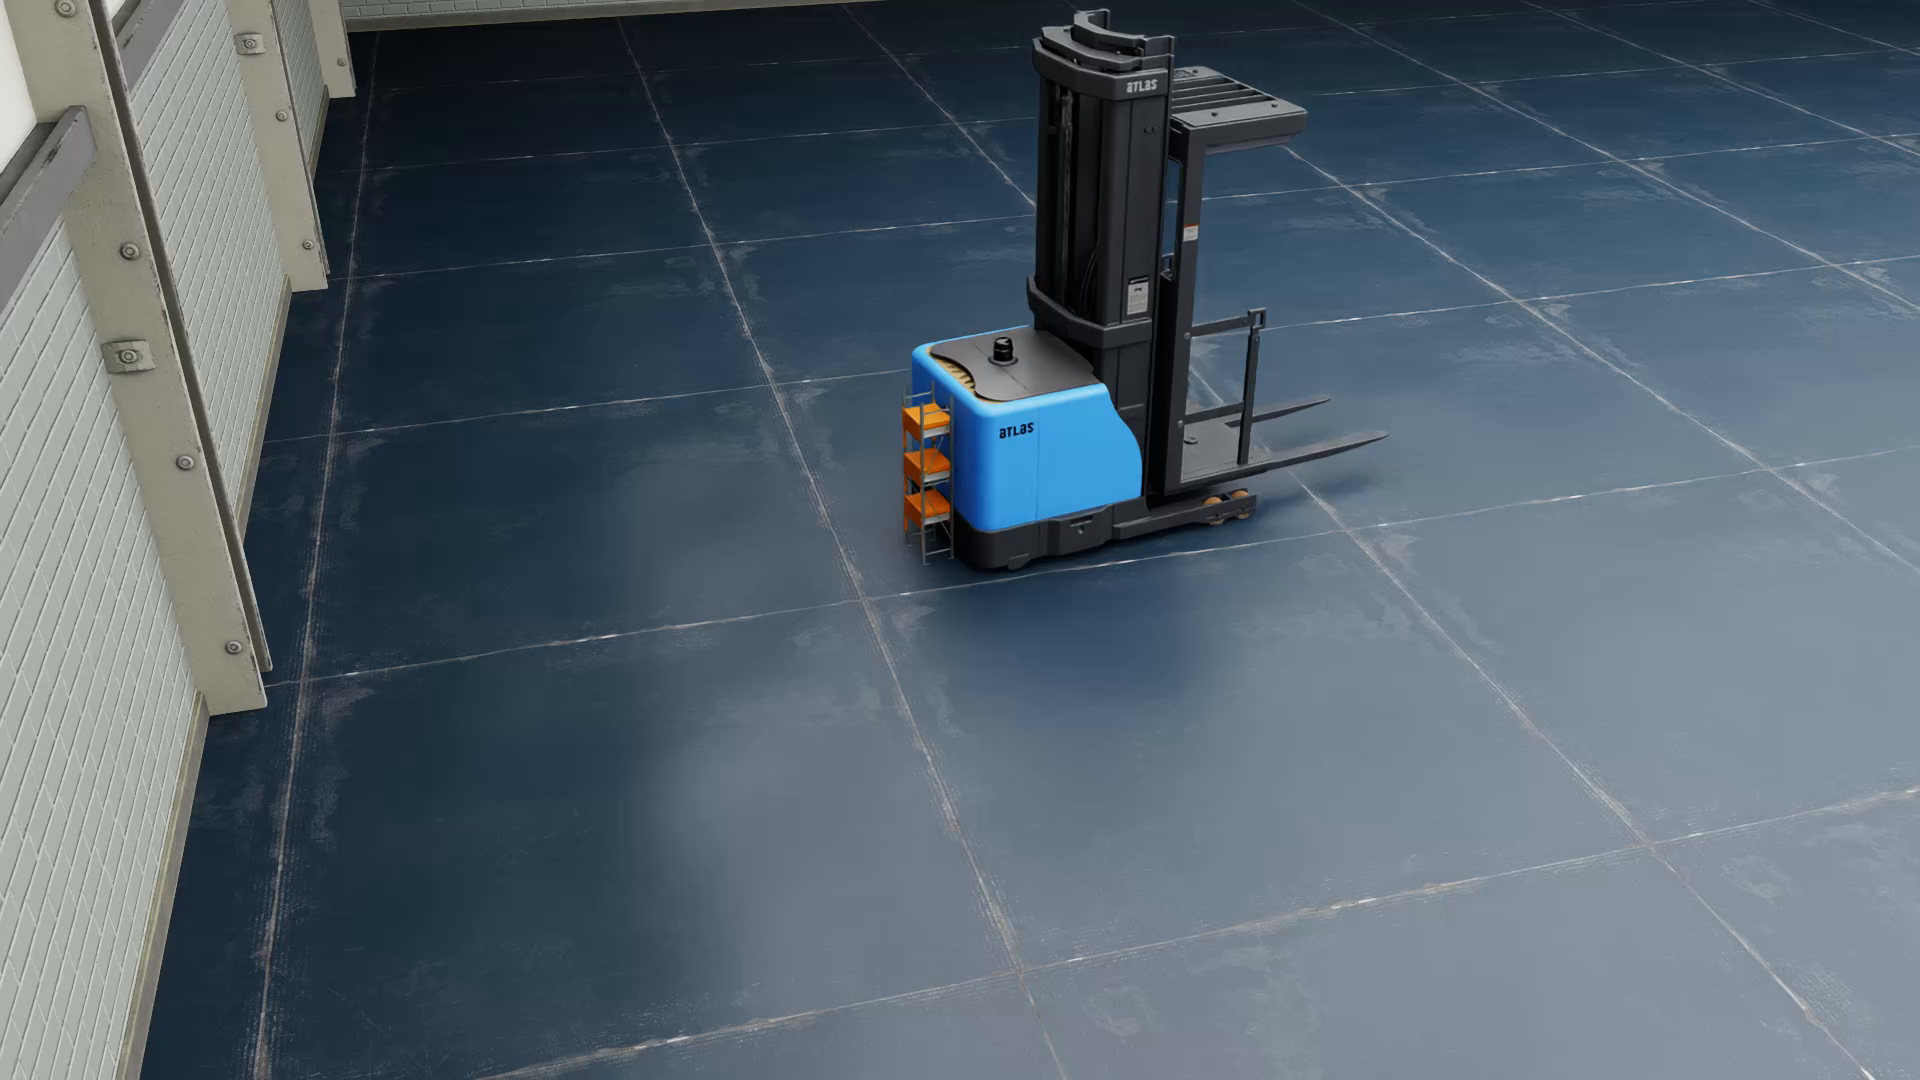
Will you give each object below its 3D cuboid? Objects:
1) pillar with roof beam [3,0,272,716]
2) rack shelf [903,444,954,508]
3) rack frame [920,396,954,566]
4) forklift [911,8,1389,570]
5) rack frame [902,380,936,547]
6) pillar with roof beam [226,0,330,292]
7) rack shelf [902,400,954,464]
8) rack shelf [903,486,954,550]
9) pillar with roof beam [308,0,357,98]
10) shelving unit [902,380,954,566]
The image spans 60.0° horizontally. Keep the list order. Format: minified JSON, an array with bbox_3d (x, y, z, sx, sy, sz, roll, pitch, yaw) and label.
[{"bbox_3d":[0.402,-3.687,7.368,9.100,9.000,0.400,-8,31,-13],"label":"pillar with roof beam"},{"bbox_3d":[-0.183,-0.370,9.593,0.215,0.259,0.240,-14,33,-22],"label":"rack shelf"},{"bbox_3d":[-0.129,-0.324,9.493,0.200,1.050,0.008,-14,33,-22],"label":"rack frame"},{"bbox_3d":[1.257,-1.584,9.792,3.031,2.935,1.130,-13,33,-22],"label":"forklift"},{"bbox_3d":[-0.237,-0.434,9.682,0.200,1.050,0.008,-14,33,-22],"label":"rack frame"},{"bbox_3d":[-1.191,-6.585,12.375,9.100,9.000,0.400,-8,31,-13],"label":"pillar with roof beam"},{"bbox_3d":[-0.183,-0.615,9.451,0.215,0.259,0.240,-14,33,-22],"label":"rack shelf"},{"bbox_3d":[-0.183,-0.129,9.732,0.215,0.259,0.240,-14,33,-22],"label":"rack shelf"},{"bbox_3d":[-2.783,-9.483,17.381,9.100,9.000,0.400,-8,31,-13],"label":"pillar with roof beam"},{"bbox_3d":[-0.183,-0.379,9.588,0.215,1.050,0.252,-14,33,-22],"label":"shelving unit"}]
